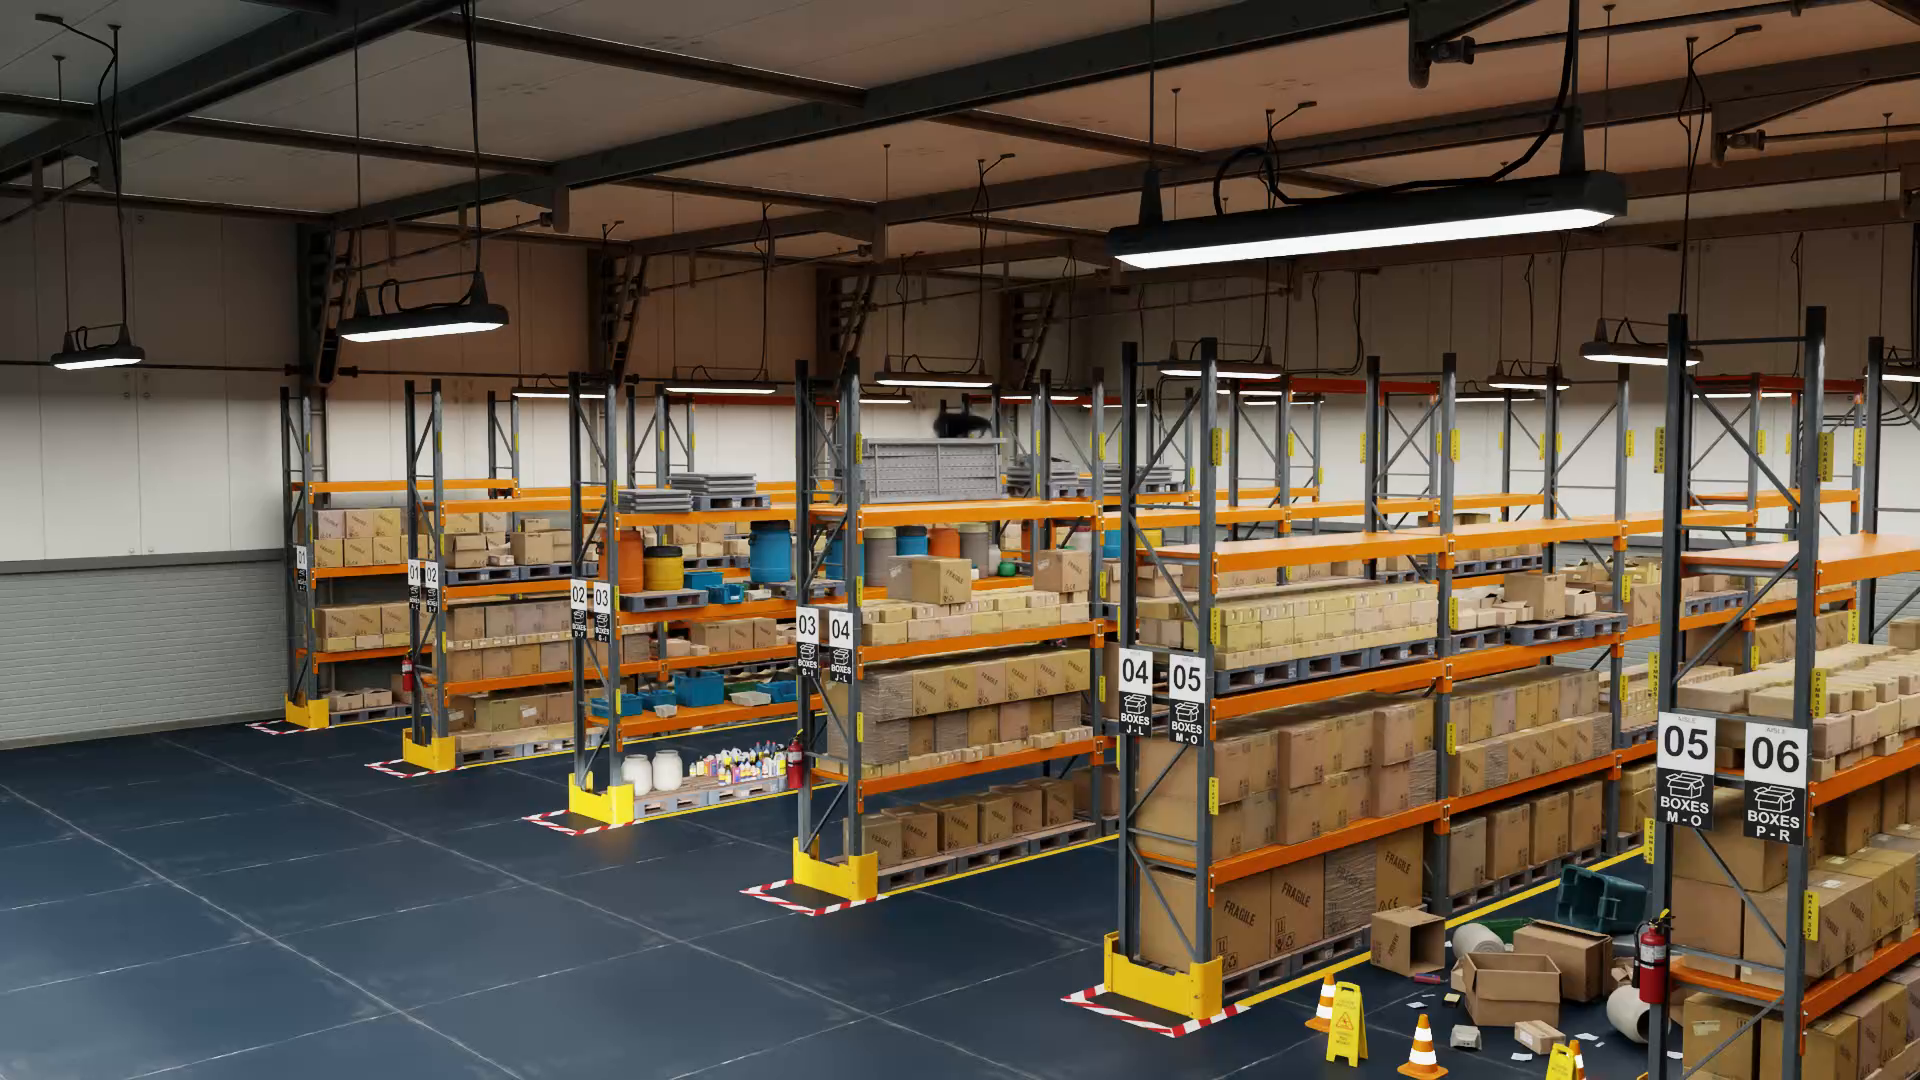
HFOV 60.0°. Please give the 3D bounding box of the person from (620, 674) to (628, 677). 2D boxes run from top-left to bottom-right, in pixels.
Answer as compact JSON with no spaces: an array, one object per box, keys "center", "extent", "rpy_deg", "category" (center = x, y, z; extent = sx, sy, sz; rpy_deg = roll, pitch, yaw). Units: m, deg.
[{"center":[-6.158,2.362,30.025],"extent":[0.650,1.747,0.959],"rpy_deg":[3,4,36],"category":"person"}]
